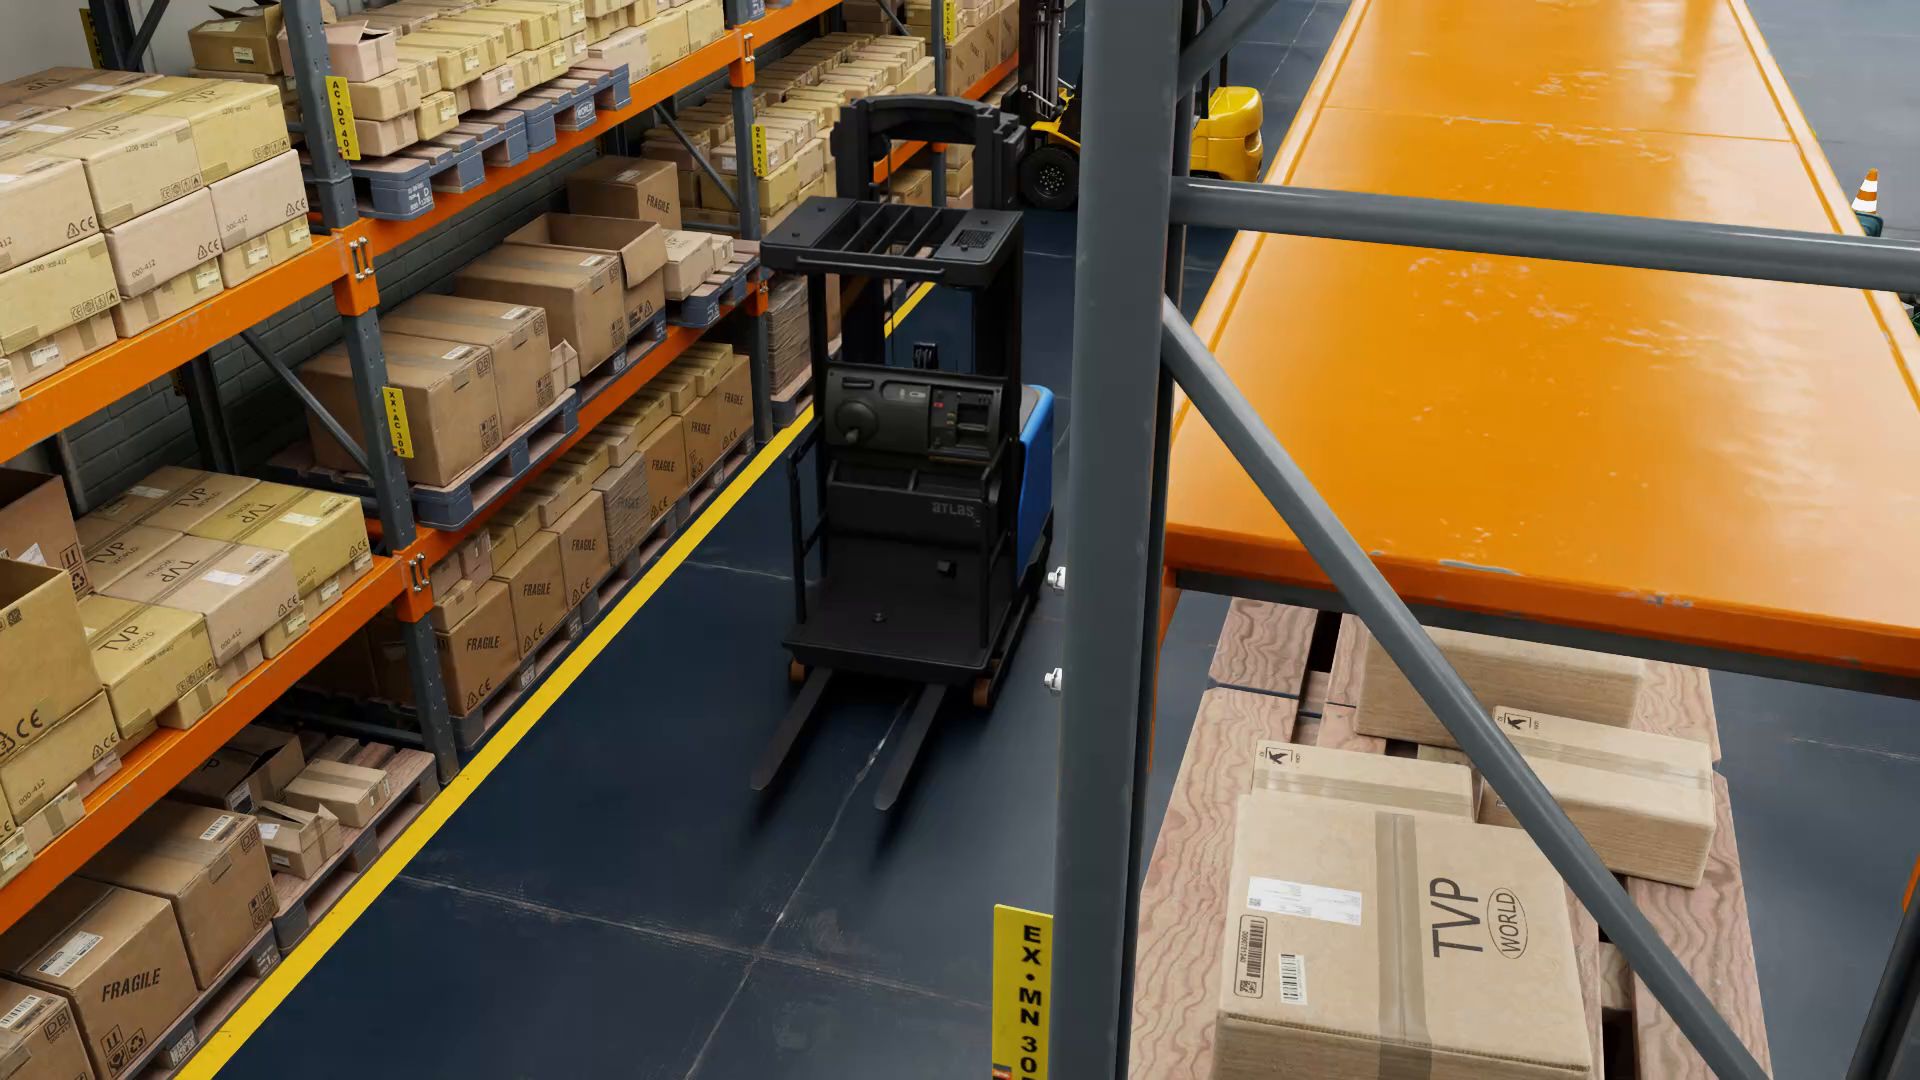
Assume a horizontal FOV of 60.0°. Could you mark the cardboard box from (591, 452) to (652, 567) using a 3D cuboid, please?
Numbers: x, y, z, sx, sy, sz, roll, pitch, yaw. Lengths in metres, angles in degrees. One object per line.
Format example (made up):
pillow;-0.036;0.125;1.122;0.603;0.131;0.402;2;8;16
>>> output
cardboard box;-2.153;-0.209;9.715;0.500;0.500;0.500;7;30;13

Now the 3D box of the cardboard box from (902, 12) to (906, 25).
cardboard box;-0.643;-4.679;14.841;0.380;0.149;0.250;9;30;16

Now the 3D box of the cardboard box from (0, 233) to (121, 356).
cardboard box;-3.172;-0.841;5.474;0.500;0.250;0.500;9;30;16

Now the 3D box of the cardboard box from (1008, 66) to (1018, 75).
cardboard box;0.575;-4.704;17.023;0.500;0.250;0.500;9;30;16

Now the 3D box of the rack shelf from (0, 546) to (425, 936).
rack shelf;-3.553;1.039;6.072;1.077;0.370;4.000;8;30;15

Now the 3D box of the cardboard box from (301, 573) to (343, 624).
cardboard box;-2.873;0.213;7.075;0.380;0.149;0.250;9;30;16

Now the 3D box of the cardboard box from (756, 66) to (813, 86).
cardboard box;-1.350;-3.532;12.779;0.380;0.149;0.250;8;30;14

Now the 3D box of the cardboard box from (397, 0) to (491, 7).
cardboard box;-2.562;-2.639;8.276;0.380;0.149;0.250;9;30;16

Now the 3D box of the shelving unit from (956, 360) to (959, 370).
shelving unit;0.045;-0.566;10.222;0.215;1.050;0.252;7;30;12

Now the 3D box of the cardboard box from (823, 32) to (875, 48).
cardboard box;-0.926;-4.117;13.831;0.380;0.149;0.250;8;30;14

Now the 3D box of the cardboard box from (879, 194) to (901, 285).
cardboard box;-0.995;-2.465;13.641;0.875;0.625;0.625;8;30;14

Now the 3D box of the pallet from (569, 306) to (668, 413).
pallet;-2.358;-1.076;9.331;1.003;0.211;1.213;8;30;15

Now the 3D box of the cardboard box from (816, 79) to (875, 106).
cardboard box;-0.856;-3.327;12.411;0.380;0.149;0.250;8;30;14

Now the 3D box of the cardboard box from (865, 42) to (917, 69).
cardboard box;-0.564;-3.937;13.507;0.380;0.149;0.250;8;30;14

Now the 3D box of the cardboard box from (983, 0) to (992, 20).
cardboard box;0.074;-4.832;15.115;0.380;0.149;0.250;8;30;14

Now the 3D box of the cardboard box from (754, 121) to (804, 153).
cardboard box;-1.288;-2.744;11.363;0.380;0.149;0.250;9;30;16

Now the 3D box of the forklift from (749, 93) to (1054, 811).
forklift;-0.292;-0.603;8.354;1.130;2.935;3.031;7;30;12

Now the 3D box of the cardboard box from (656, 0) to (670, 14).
cardboard box;-1.862;-3.048;9.338;0.380;0.149;0.250;9;30;16

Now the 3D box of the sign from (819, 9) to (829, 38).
sign;-1.148;-4.414;14.163;0.100;0.325;0.005;8;30;15

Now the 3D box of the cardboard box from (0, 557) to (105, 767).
cardboard box;-3.309;0.392;5.572;0.500;0.500;0.500;9;30;16

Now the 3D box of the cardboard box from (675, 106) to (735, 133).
cardboard box;-1.780;-2.944;11.722;0.380;0.149;0.250;8;30;14

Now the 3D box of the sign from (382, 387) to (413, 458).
sign;-2.445;-0.509;7.225;0.100;0.325;0.005;8;30;15

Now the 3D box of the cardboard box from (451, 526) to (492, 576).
cardboard box;-2.576;0.034;8.305;0.380;0.149;0.250;7;30;12

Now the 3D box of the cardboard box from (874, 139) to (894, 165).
cardboard box;-0.833;-3.125;12.971;0.500;0.250;0.500;9;30;15

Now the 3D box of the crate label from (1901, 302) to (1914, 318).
crate label;7.555;-1.845;13.461;0.298;0.136;0.250;-12;31;-20

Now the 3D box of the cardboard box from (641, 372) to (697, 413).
cardboard box;-1.864;-0.926;10.335;0.380;0.149;0.250;7;30;13

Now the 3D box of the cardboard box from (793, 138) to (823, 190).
cardboard box;-1.280;-2.621;11.551;0.500;0.250;0.500;9;30;16

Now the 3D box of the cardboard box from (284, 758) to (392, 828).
cardboard box;-2.848;1.158;7.618;0.380;0.149;0.250;8;30;13

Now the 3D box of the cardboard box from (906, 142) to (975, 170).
cardboard box;-0.175;-3.522;14.898;0.500;0.250;0.500;8;30;14

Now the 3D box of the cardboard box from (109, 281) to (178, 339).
cardboard box;-3.027;-0.846;5.894;0.380;0.149;0.250;8;30;15

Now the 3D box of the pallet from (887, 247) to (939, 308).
pallet;-0.796;-2.356;14.304;1.003;0.211;1.213;8;30;15

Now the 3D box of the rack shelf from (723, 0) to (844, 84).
rack shelf;-1.204;-3.990;12.026;1.077;0.370;4.000;8;30;15

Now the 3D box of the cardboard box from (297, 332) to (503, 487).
cardboard box;-2.610;-0.625;7.788;0.700;0.500;0.500;9;30;16

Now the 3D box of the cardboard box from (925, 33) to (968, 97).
cardboard box;-0.238;-4.135;14.531;0.500;0.500;0.500;8;30;13

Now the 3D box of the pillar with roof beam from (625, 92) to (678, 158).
pillar with roof beam;1.845;-4.806;9.667;9.100;9.000;0.400;8;30;15

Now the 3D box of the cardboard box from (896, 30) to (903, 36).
cardboard box;-0.744;-4.214;14.672;0.500;0.500;0.500;8;30;15

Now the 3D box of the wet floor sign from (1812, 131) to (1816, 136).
wet floor sign;8.180;-3.683;16.242;0.267;0.644;0.232;3;29;6

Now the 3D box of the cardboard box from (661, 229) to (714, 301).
cardboard box;-1.792;-1.645;9.880;0.500;0.250;0.500;7;30;13

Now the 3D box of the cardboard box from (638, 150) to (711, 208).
cardboard box;-1.925;-2.465;11.271;0.500;0.250;0.500;9;30;16

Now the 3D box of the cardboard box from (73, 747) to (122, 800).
cardboard box;-3.288;0.804;6.014;0.380;0.149;0.250;8;30;15

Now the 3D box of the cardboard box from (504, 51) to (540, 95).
cardboard box;-2.200;-2.190;7.775;0.380;0.149;0.250;8;30;14

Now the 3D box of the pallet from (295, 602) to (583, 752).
pallet;-2.763;0.630;8.935;1.003;0.211;1.213;8;30;15

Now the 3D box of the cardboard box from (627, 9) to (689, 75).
cardboard box;-1.857;-2.802;9.306;0.500;0.250;0.500;9;30;15

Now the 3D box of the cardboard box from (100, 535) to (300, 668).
cardboard box;-3.015;0.237;6.622;0.500;0.250;0.500;9;30;15

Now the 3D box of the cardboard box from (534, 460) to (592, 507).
cardboard box;-2.283;-0.324;9.254;0.380;0.149;0.250;10;30;17

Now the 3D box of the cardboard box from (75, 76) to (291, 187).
cardboard box;-2.884;-1.530;6.198;0.500;0.250;0.500;9;30;15

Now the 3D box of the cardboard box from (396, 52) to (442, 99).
cardboard box;-2.448;-1.974;7.079;0.380;0.149;0.250;9;30;16

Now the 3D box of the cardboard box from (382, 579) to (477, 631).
cardboard box;-2.606;0.292;8.147;0.380;0.149;0.250;10;31;17

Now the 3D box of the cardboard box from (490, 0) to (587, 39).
cardboard box;-2.063;-2.564;8.140;0.380;0.149;0.250;9;30;15
